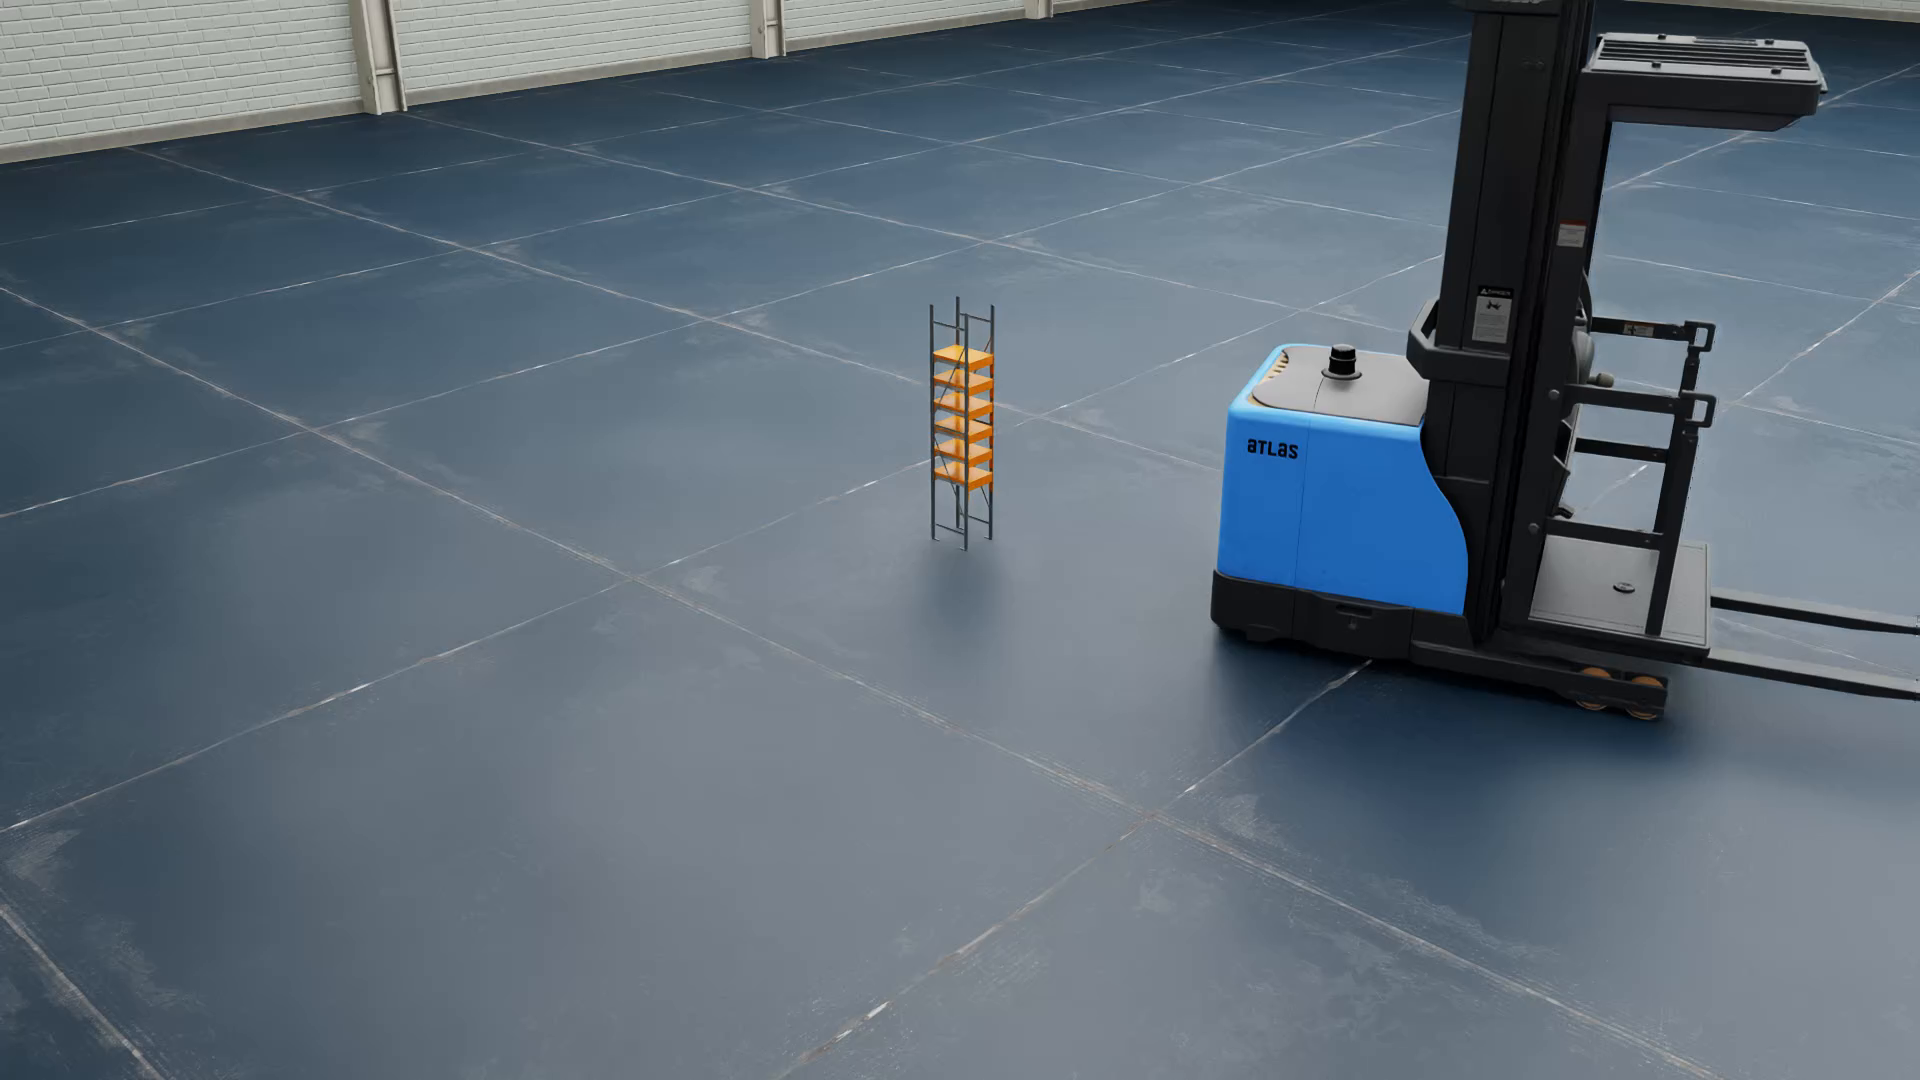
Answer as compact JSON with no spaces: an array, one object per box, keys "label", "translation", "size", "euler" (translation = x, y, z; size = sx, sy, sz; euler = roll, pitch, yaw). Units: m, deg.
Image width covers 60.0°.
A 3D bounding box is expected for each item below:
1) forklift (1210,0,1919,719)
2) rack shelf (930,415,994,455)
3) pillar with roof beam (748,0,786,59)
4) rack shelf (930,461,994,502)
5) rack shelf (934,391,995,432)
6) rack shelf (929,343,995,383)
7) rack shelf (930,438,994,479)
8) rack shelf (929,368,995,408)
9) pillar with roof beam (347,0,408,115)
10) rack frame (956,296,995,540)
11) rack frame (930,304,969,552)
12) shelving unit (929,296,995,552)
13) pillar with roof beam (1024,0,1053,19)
[{"label":"forklift","translation":[2.669,-0.868,6.603],"size":[3.031,2.935,1.130],"euler":[10,26,20]},{"label":"rack shelf","translation":[0.010,-0.511,8.033],"size":[0.258,0.103,0.180],"euler":[20,31,38]},{"label":"pillar with roof beam","translation":[0.502,-9.767,19.035],"size":[9.100,9.000,0.400],"euler":[20,31,38]},{"label":"rack shelf","translation":[0.010,-0.292,8.131],"size":[0.258,0.103,0.180],"euler":[20,31,38]},{"label":"rack shelf","translation":[0.010,-0.621,7.983],"size":[0.258,0.103,0.180],"euler":[20,31,38]},{"label":"rack shelf","translation":[0.010,-0.840,7.885],"size":[0.258,0.103,0.180],"euler":[20,31,38]},{"label":"rack shelf","translation":[0.010,-0.402,8.082],"size":[0.258,0.103,0.180],"euler":[20,31,38]},{"label":"rack shelf","translation":[0.010,-0.730,7.934],"size":[0.258,0.103,0.180],"euler":[20,31,38]},{"label":"pillar with roof beam","translation":[-3.503,-7.939,14.958],"size":[9.100,9.000,0.400],"euler":[20,31,38]},{"label":"rack frame","translation":[0.071,-0.580,8.077],"size":[0.240,1.200,0.006],"euler":[20,31,38]},{"label":"rack frame","translation":[-0.051,-0.524,7.952],"size":[0.240,1.200,0.006],"euler":[20,31,38]},{"label":"shelving unit","translation":[0.010,-0.552,8.014],"size":[0.258,1.200,0.189],"euler":[20,31,38]},{"label":"pillar with roof beam","translation":[4.506,-11.595,23.112],"size":[9.100,9.000,0.400],"euler":[20,31,38]}]
